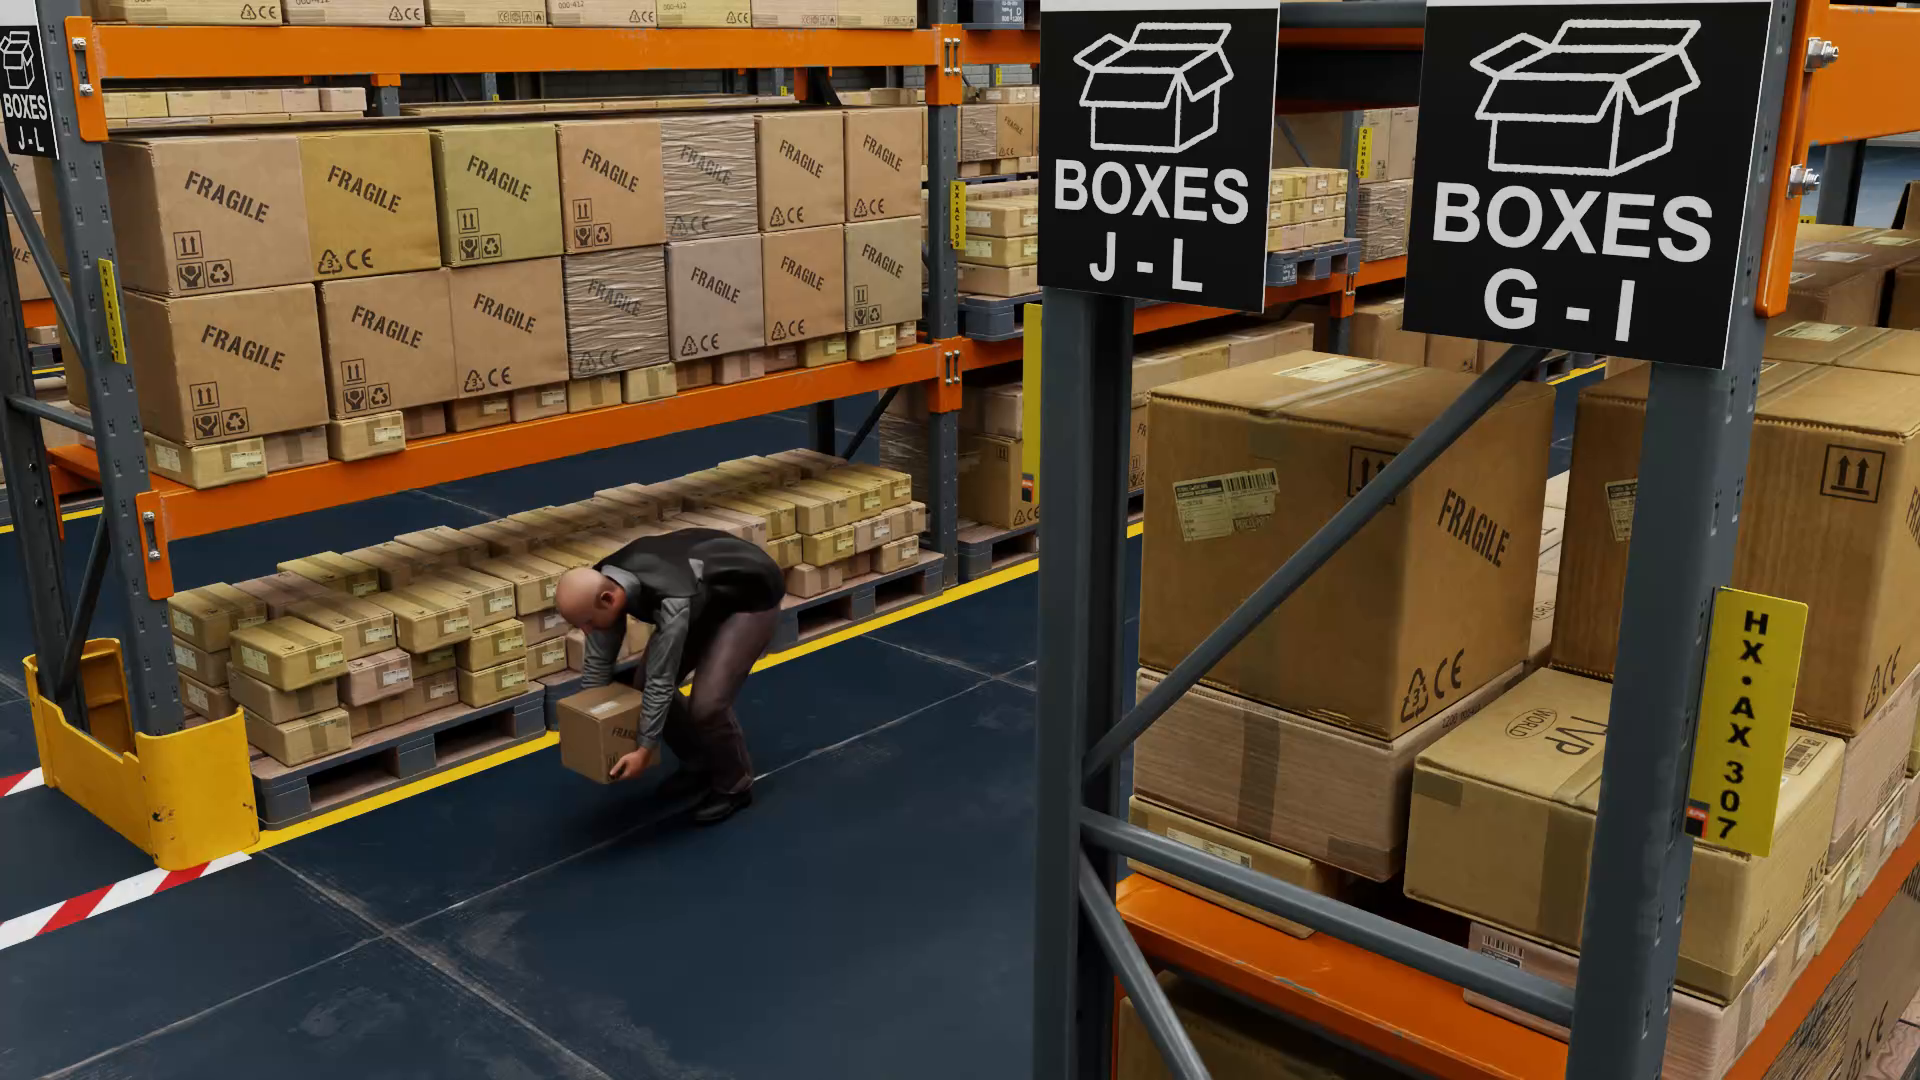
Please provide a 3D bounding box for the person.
[{"bbox_3d":[-1.052,0.509,6.036,0.490,1.064,0.949,13,21,37],"label":"person"}]
